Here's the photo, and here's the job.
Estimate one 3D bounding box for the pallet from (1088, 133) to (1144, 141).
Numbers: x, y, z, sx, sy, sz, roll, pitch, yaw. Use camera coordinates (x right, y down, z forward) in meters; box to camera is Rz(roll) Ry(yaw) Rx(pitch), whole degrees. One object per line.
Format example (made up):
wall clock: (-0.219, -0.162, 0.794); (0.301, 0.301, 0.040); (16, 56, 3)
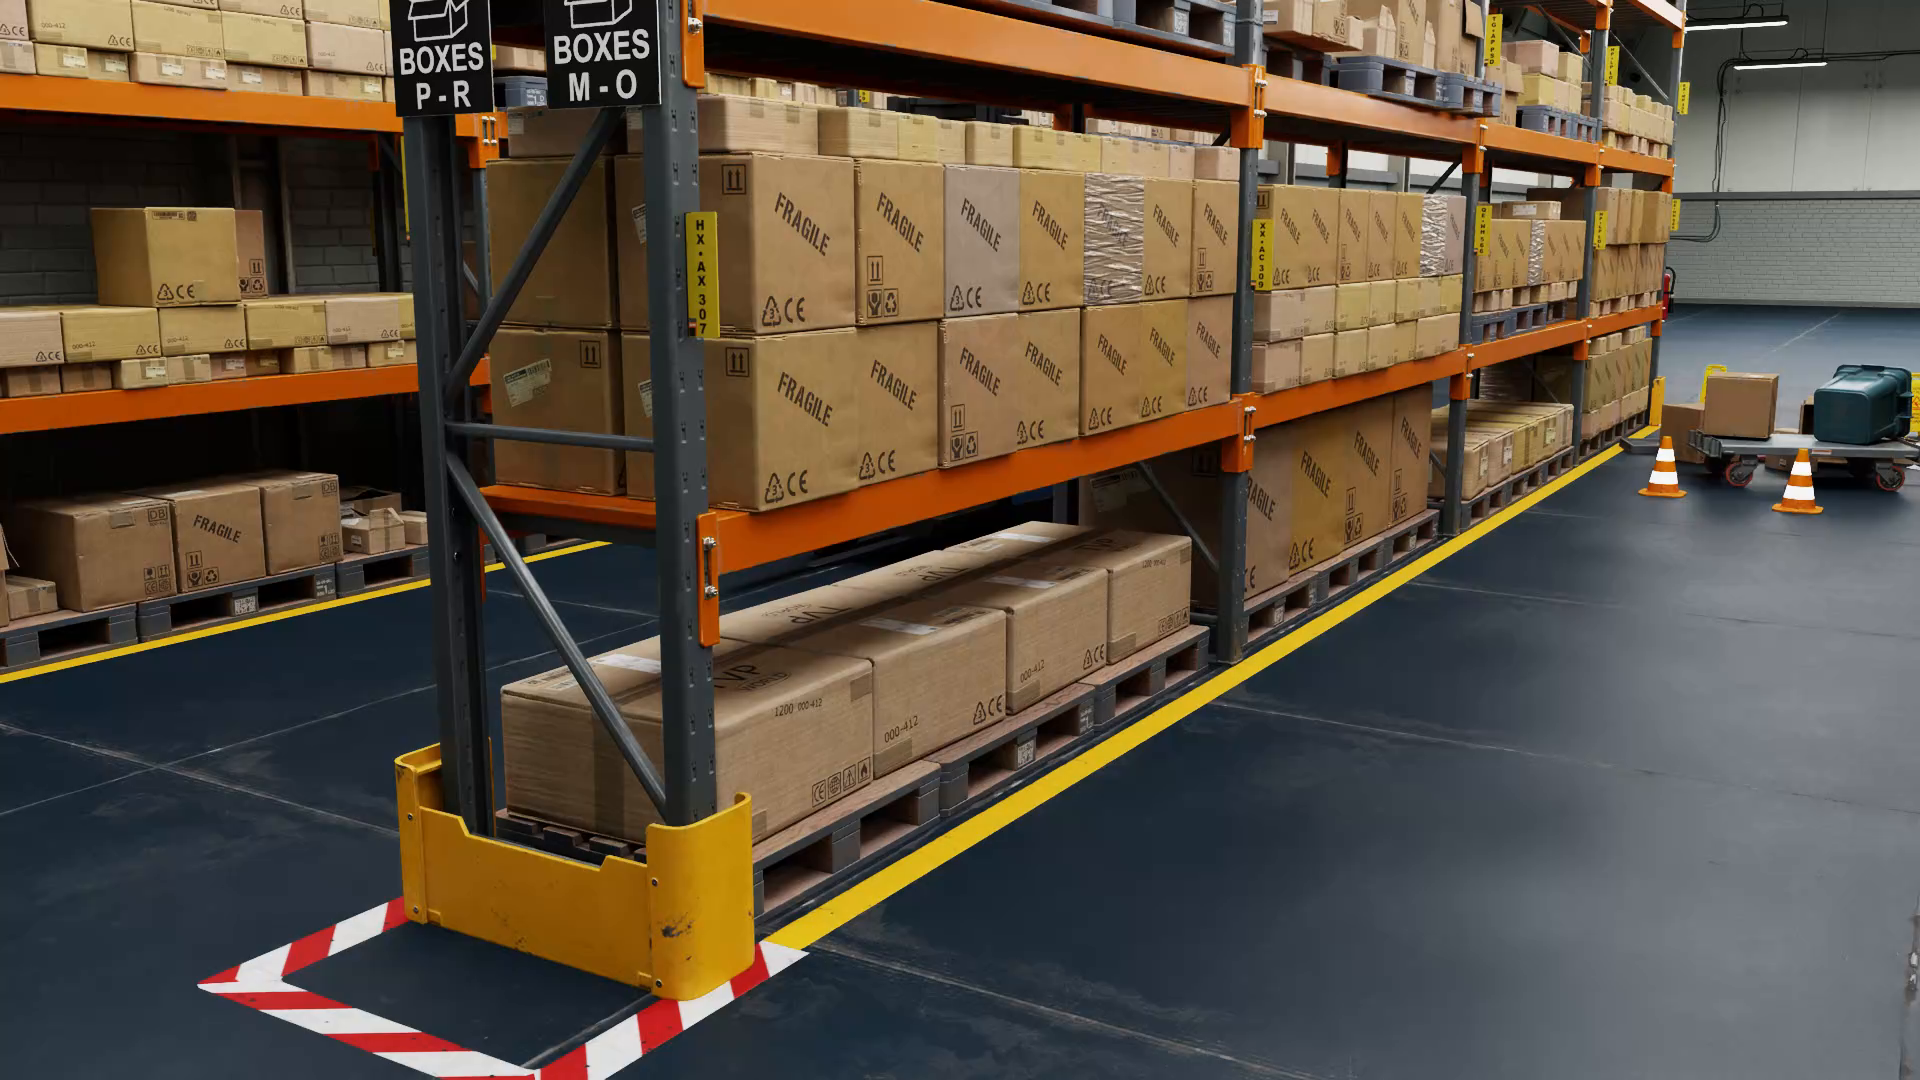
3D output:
pallet: (1.260, -4.214, 17.815); (1.003, 0.211, 1.213); (6, 12, 31)

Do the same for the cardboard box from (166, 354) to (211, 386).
cardboard box: (-4.155, -0.902, 8.720); (0.380, 0.149, 0.250); (7, 13, 32)

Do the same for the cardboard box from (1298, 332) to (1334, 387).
cardboard box: (1.651, -0.966, 8.786); (0.500, 0.250, 0.500); (6, 12, 29)

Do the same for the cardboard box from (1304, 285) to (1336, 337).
cardboard box: (1.646, -1.214, 8.748); (0.500, 0.250, 0.500); (7, 12, 32)

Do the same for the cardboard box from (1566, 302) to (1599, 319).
cardboard box: (5.521, -2.068, 14.947); (0.380, 0.149, 0.250); (6, 12, 30)

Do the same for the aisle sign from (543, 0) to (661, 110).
aisle sign: (-0.936, -1.524, 4.294); (0.394, 0.787, 0.004); (6, 12, 31)

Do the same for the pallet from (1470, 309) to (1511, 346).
pallet: (3.285, -1.572, 12.133); (1.213, 0.211, 1.003); (6, 12, 31)

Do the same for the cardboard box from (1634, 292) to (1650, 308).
cardboard box: (6.853, -2.467, 17.077); (0.380, 0.149, 0.250); (7, 12, 32)

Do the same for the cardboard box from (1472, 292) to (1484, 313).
cardboard box: (3.510, -1.701, 11.845); (0.380, 0.149, 0.250); (6, 12, 27)

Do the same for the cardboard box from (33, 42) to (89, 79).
cardboard box: (-4.418, -2.292, 7.989); (0.380, 0.149, 0.250); (6, 12, 31)

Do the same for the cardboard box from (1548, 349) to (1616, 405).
cardboard box: (5.888, -1.549, 15.782); (0.500, 0.500, 0.500); (7, 13, 33)

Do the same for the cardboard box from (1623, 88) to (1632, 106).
cardboard box: (5.940, -4.057, 15.252); (0.380, 0.149, 0.250); (6, 12, 30)

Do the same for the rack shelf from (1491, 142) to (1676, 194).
rack shelf: (6.122, -3.608, 16.293); (1.077, 0.370, 4.000); (6, 12, 31)

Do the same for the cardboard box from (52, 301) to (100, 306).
cardboard box: (-4.578, -1.170, 9.065); (0.500, 0.250, 0.500); (6, 12, 31)

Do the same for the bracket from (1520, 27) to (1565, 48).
bracket: (12.995, -11.240, 37.172); (0.076, 0.066, 4.783); (6, 12, 31)

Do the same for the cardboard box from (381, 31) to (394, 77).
cardboard box: (-3.351, -2.835, 9.809); (0.500, 0.250, 0.500); (6, 12, 31)

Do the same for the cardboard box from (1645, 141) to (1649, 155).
cardboard box: (6.668, -3.912, 16.644); (0.380, 0.149, 0.250); (6, 12, 30)

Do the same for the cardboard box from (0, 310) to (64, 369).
cardboard box: (-4.664, -0.957, 7.926); (0.500, 0.250, 0.500); (7, 12, 31)

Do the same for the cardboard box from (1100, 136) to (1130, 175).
cardboard box: (0.459, -1.541, 6.699); (0.380, 0.149, 0.250); (6, 12, 30)

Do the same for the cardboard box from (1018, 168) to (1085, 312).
cardboard box: (0.127, -1.117, 6.192); (0.500, 0.500, 0.500); (6, 12, 31)

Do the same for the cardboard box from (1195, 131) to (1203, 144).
cardboard box: (2.613, -4.740, 19.337); (0.396, 0.266, 0.258); (6, 12, 31)

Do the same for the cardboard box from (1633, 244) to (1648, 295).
cardboard box: (6.587, -2.729, 16.713); (0.500, 0.500, 0.500); (6, 12, 30)

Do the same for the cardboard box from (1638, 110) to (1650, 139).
cardboard box: (6.337, -4.002, 16.041); (0.500, 0.250, 0.500); (7, 12, 31)

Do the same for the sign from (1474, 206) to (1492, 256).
sign: (3.483, -2.060, 11.076); (0.100, 0.325, 0.005); (6, 12, 31)

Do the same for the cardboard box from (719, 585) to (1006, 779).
cardboard box: (-0.422, 0.509, 6.318); (0.875, 0.438, 0.875); (7, 13, 32)

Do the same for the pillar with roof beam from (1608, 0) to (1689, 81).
pillar with roof beam: (21.039, -10.508, 43.041); (9.100, 9.000, 0.548); (6, 12, 31)

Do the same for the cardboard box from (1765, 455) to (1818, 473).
cardboard box: (7.341, -0.752, 14.663); (0.258, 0.266, 0.396); (-2, 11, -9)

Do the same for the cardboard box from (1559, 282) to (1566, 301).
cardboard box: (4.797, -2.065, 13.787); (0.380, 0.149, 0.250); (6, 12, 30)

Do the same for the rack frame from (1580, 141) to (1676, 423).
rack frame: (7.160, -2.802, 18.183); (1.000, 3.000, 0.127); (6, 12, 31)

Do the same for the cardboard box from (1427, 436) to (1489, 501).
cardboard box: (3.308, -0.546, 12.135); (0.950, 0.372, 0.625); (5, 12, 27)

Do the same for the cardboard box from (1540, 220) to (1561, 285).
cardboard box: (4.510, -2.321, 13.395); (0.500, 0.500, 0.500); (7, 13, 33)

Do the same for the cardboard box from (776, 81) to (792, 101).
cardboard box: (-1.525, -3.457, 12.857); (0.380, 0.149, 0.250); (7, 13, 32)

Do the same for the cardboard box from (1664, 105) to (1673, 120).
cardboard box: (7.237, -4.463, 17.422); (0.380, 0.149, 0.250); (7, 12, 31)

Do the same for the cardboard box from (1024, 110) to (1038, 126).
cardboard box: (0.528, -4.051, 15.973); (0.380, 0.149, 0.250); (6, 12, 31)

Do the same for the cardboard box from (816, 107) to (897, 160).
cardboard box: (-0.418, -1.252, 5.154); (0.380, 0.149, 0.250); (7, 13, 32)

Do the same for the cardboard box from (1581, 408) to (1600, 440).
cardboard box: (5.620, -1.095, 15.395); (0.500, 0.250, 0.500); (6, 12, 28)

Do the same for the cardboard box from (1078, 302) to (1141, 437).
cardboard box: (0.397, -0.704, 6.708); (0.500, 0.500, 0.500); (6, 12, 30)

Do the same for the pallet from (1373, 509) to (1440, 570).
pallet: (2.533, -0.056, 11.095); (1.003, 0.211, 1.213); (6, 12, 31)

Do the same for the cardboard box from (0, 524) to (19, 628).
cardboard box: (-4.993, 0.174, 7.928); (0.797, 0.503, 0.637); (6, 12, 28)

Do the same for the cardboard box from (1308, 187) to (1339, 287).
cardboard box: (1.644, -1.580, 8.665); (0.500, 0.500, 0.500); (6, 12, 30)

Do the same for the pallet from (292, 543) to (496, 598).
pallet: (-3.672, 0.090, 10.312); (1.003, 0.211, 1.213); (6, 12, 31)

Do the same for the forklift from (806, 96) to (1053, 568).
forklift: (-0.325, -1.341, 10.568); (1.130, 2.935, 3.031); (6, 12, 30)

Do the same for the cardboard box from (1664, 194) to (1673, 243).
cardboard box: (7.081, -3.387, 17.514); (0.700, 0.500, 0.500); (6, 12, 29)

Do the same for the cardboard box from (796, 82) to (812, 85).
cardboard box: (-1.390, -3.647, 13.059); (0.380, 0.149, 0.250); (6, 12, 29)

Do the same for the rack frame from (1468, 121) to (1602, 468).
rack frame: (5.083, -2.173, 14.823); (1.000, 3.000, 0.127); (6, 12, 31)

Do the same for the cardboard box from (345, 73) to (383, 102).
cardboard box: (-3.525, -2.575, 9.501); (0.380, 0.149, 0.250); (7, 13, 33)

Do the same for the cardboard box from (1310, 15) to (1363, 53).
cardboard box: (1.886, -2.646, 8.693); (0.380, 0.166, 0.250); (5, 12, 27)

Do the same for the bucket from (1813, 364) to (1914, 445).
bucket: (7.467, -1.095, 13.834); (0.620, 0.611, 0.726); (-20, 21, -35)

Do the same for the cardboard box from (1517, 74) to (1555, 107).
cardboard box: (4.371, -3.515, 13.107); (0.500, 0.250, 0.500); (7, 12, 31)

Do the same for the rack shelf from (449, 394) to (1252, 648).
rack shelf: (-0.109, -0.246, 6.488); (1.077, 0.370, 4.000); (6, 12, 31)

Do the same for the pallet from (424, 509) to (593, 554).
pallet: (-2.924, -0.149, 11.591); (1.003, 0.211, 1.213); (6, 12, 31)

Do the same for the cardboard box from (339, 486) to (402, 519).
cardboard box: (-3.859, -0.192, 10.407); (0.500, 0.311, 0.500); (7, 13, 33)

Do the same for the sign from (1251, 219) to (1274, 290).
sign: (1.405, -1.326, 7.733); (0.100, 0.325, 0.005); (6, 12, 31)
